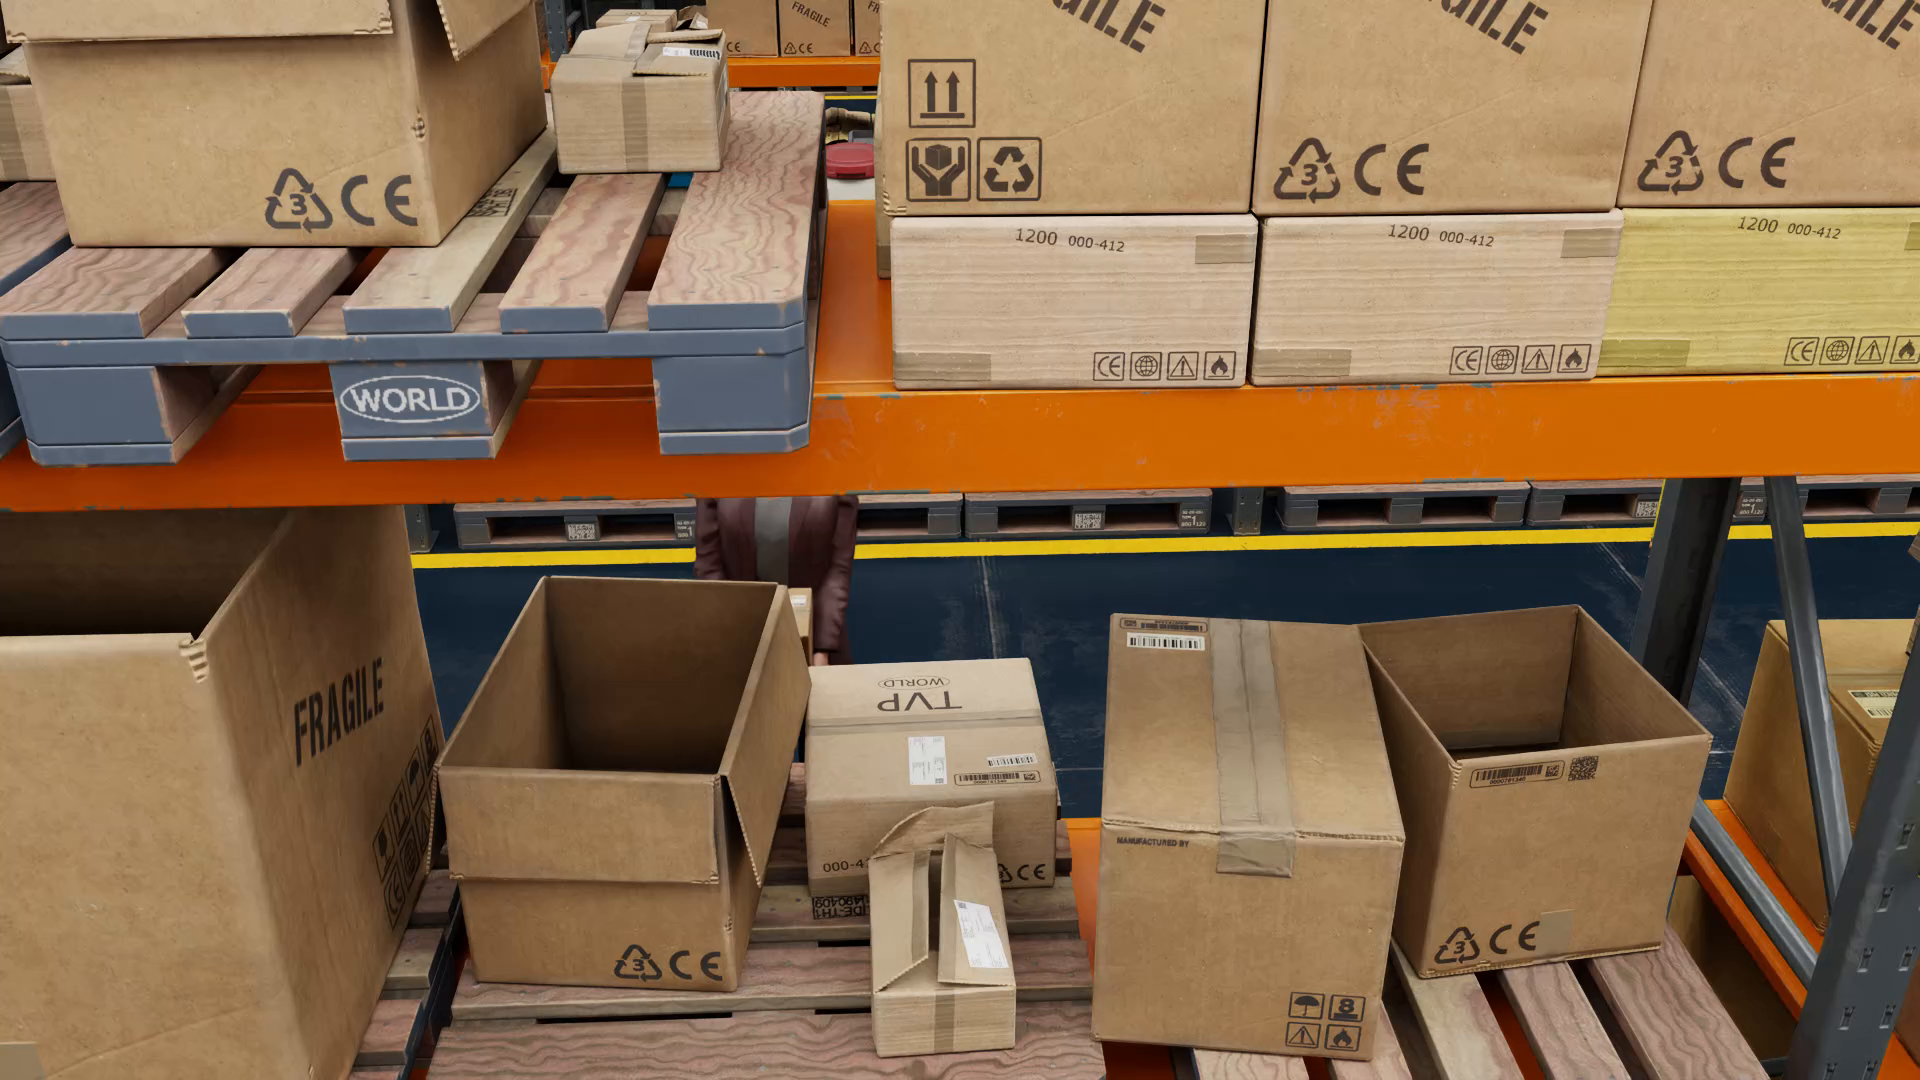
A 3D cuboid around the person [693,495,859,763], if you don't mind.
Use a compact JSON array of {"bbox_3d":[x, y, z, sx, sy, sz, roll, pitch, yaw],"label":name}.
[{"bbox_3d":[-0.578,0.400,5.363,0.529,1.772,0.560,-1,27,-2],"label":"person"}]
